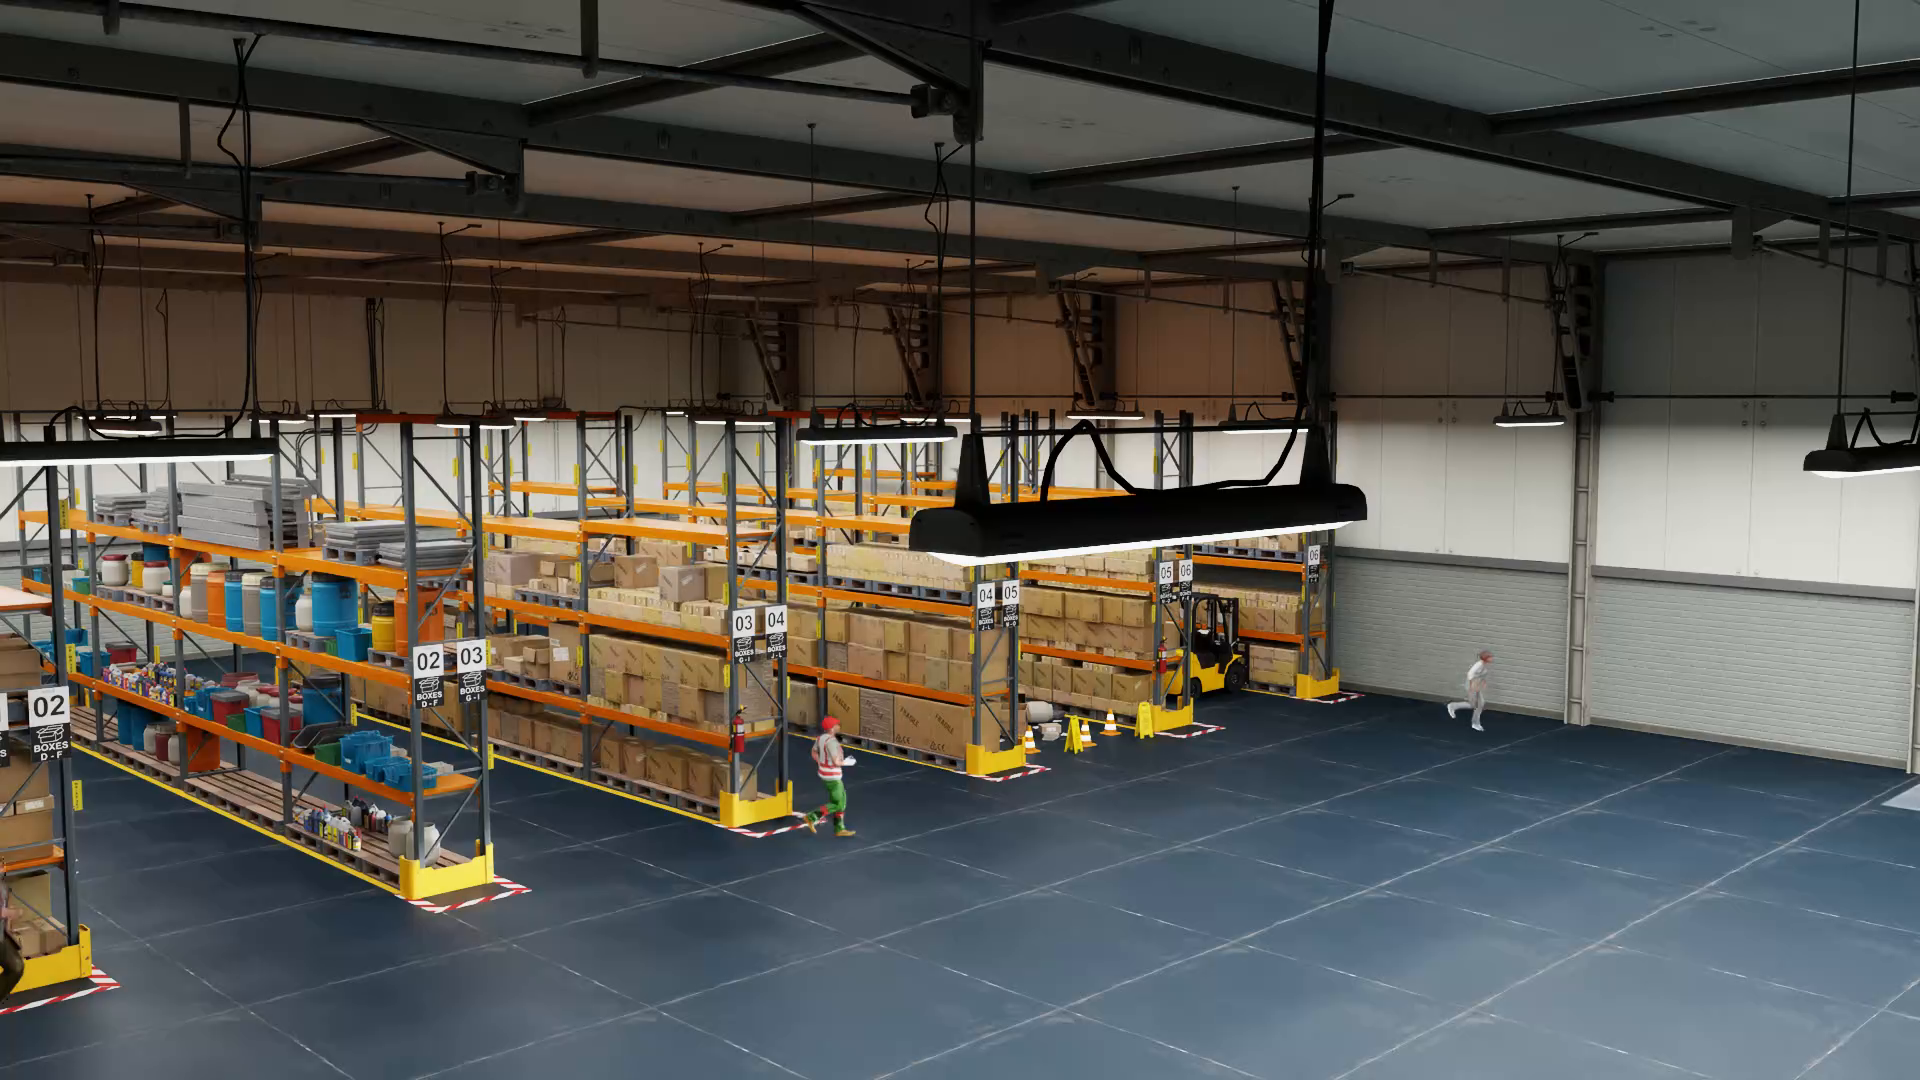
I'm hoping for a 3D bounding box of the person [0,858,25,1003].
[{"bbox_3d":[-9.691,4.019,16.682,0.742,1.784,0.712,0,5,0],"label":"person"}]

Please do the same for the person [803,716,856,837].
[{"bbox_3d":[-1.889,3.389,23.747,0.790,1.758,0.658,-2,5,-21],"label":"person"}]

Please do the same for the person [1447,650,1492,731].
[{"bbox_3d":[9.729,2.843,31.660,0.761,1.546,0.538,3,6,29],"label":"person"}]
